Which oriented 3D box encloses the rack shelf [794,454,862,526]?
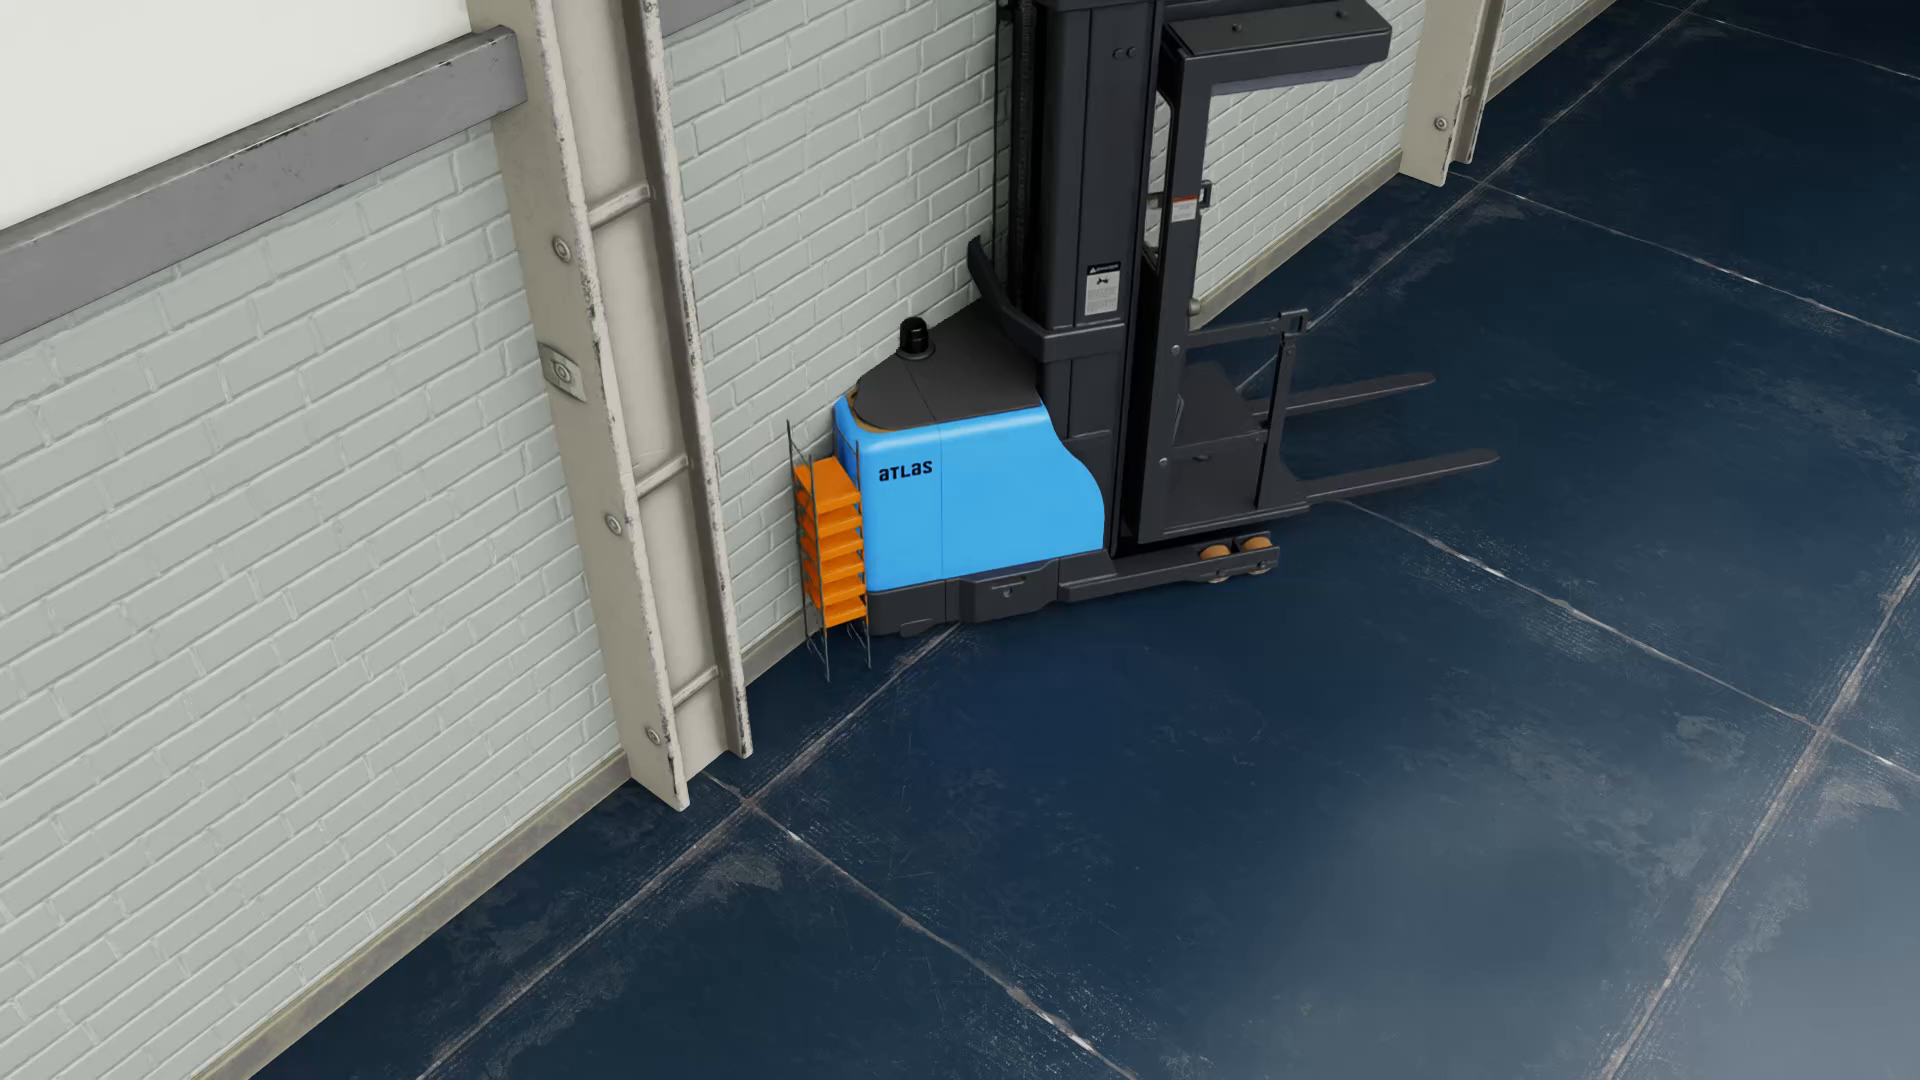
[{"bbox_3d":[-0.505,-0.191,6.281,0.180,0.103,0.258,-18,45,-19],"label":"rack shelf"}]

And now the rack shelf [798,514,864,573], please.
[{"bbox_3d":[-0.505,-0.014,6.443,0.180,0.103,0.258,-18,45,-19],"label":"rack shelf"}]

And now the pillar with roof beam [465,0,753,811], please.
[{"bbox_3d":[2.244,-0.603,1.406,9.100,9.000,0.400,29,50,28],"label":"pillar with roof beam"}]

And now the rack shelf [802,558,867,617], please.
[{"bbox_3d":[-0.505,0.163,6.605,0.180,0.103,0.258,-18,45,-19],"label":"rack shelf"}]

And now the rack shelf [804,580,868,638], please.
[{"bbox_3d":[-0.505,0.252,6.686,0.180,0.103,0.258,-18,45,-19],"label":"rack shelf"}]

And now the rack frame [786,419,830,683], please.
[{"bbox_3d":[-0.587,0.069,6.464,0.006,1.200,0.240,-18,45,-19],"label":"rack frame"}]

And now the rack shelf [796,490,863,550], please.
[{"bbox_3d":[-0.505,-0.103,6.362,0.180,0.103,0.258,-18,45,-19],"label":"rack shelf"}]

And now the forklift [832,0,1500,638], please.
[{"bbox_3d":[0.892,-1.232,6.608,3.031,2.935,1.130,-11,43,-11],"label":"forklift"}]

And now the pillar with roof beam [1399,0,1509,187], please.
[{"bbox_3d":[6.105,-3.692,4.804,9.100,9.000,0.400,29,50,28],"label":"pillar with roof beam"}]

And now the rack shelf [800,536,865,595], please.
[{"bbox_3d":[-0.505,0.075,6.524,0.180,0.103,0.258,-18,45,-19],"label":"rack shelf"}]

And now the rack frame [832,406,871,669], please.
[{"bbox_3d":[-0.423,0.015,6.524,0.006,1.200,0.240,-18,45,-19],"label":"rack frame"}]

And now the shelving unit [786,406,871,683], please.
[{"bbox_3d":[-0.505,0.042,6.494,0.189,1.200,0.258,-18,45,-19],"label":"shelving unit"}]
